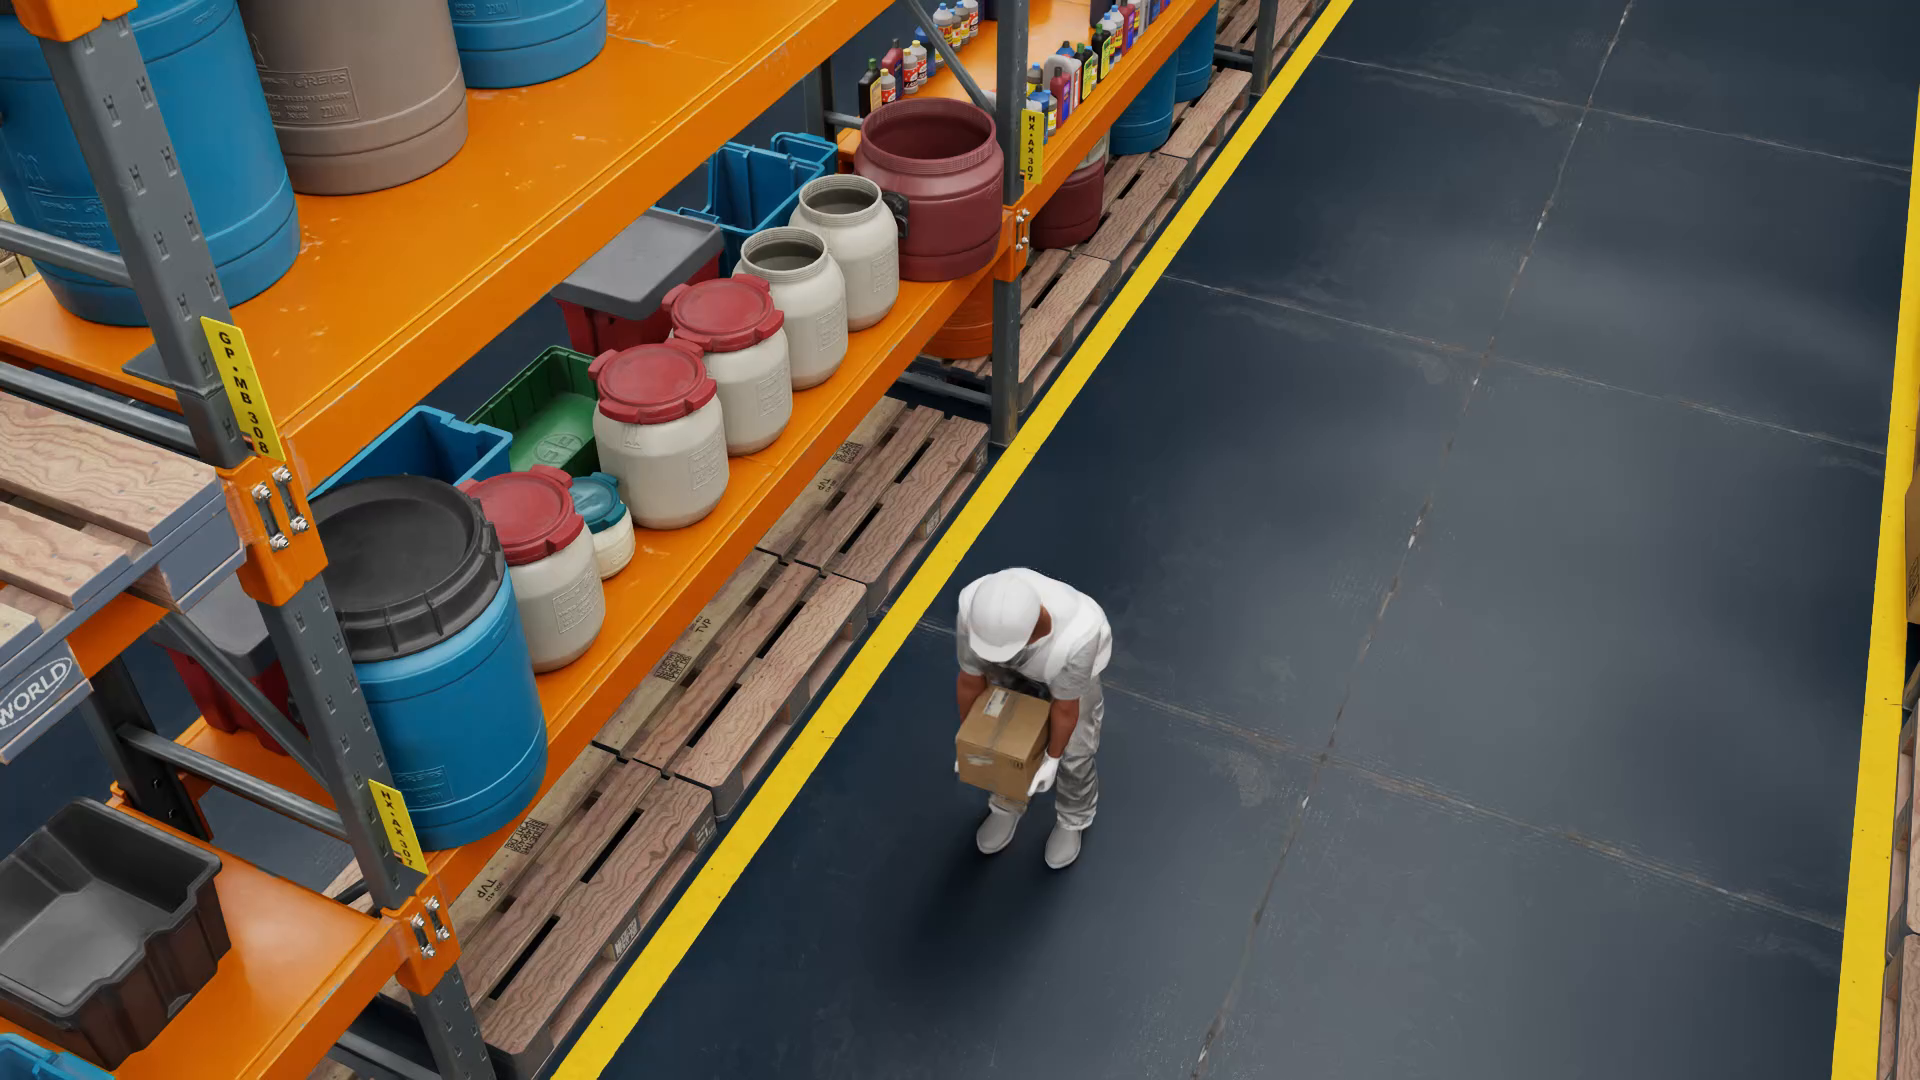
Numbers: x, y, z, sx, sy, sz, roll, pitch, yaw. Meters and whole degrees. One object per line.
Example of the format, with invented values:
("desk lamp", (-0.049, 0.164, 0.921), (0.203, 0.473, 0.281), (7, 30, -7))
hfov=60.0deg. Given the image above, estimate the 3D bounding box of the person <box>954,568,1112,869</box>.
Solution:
("person", (0.233, 0.572, 5.633), (0.471, 1.605, 0.774), (16, 44, 18))
